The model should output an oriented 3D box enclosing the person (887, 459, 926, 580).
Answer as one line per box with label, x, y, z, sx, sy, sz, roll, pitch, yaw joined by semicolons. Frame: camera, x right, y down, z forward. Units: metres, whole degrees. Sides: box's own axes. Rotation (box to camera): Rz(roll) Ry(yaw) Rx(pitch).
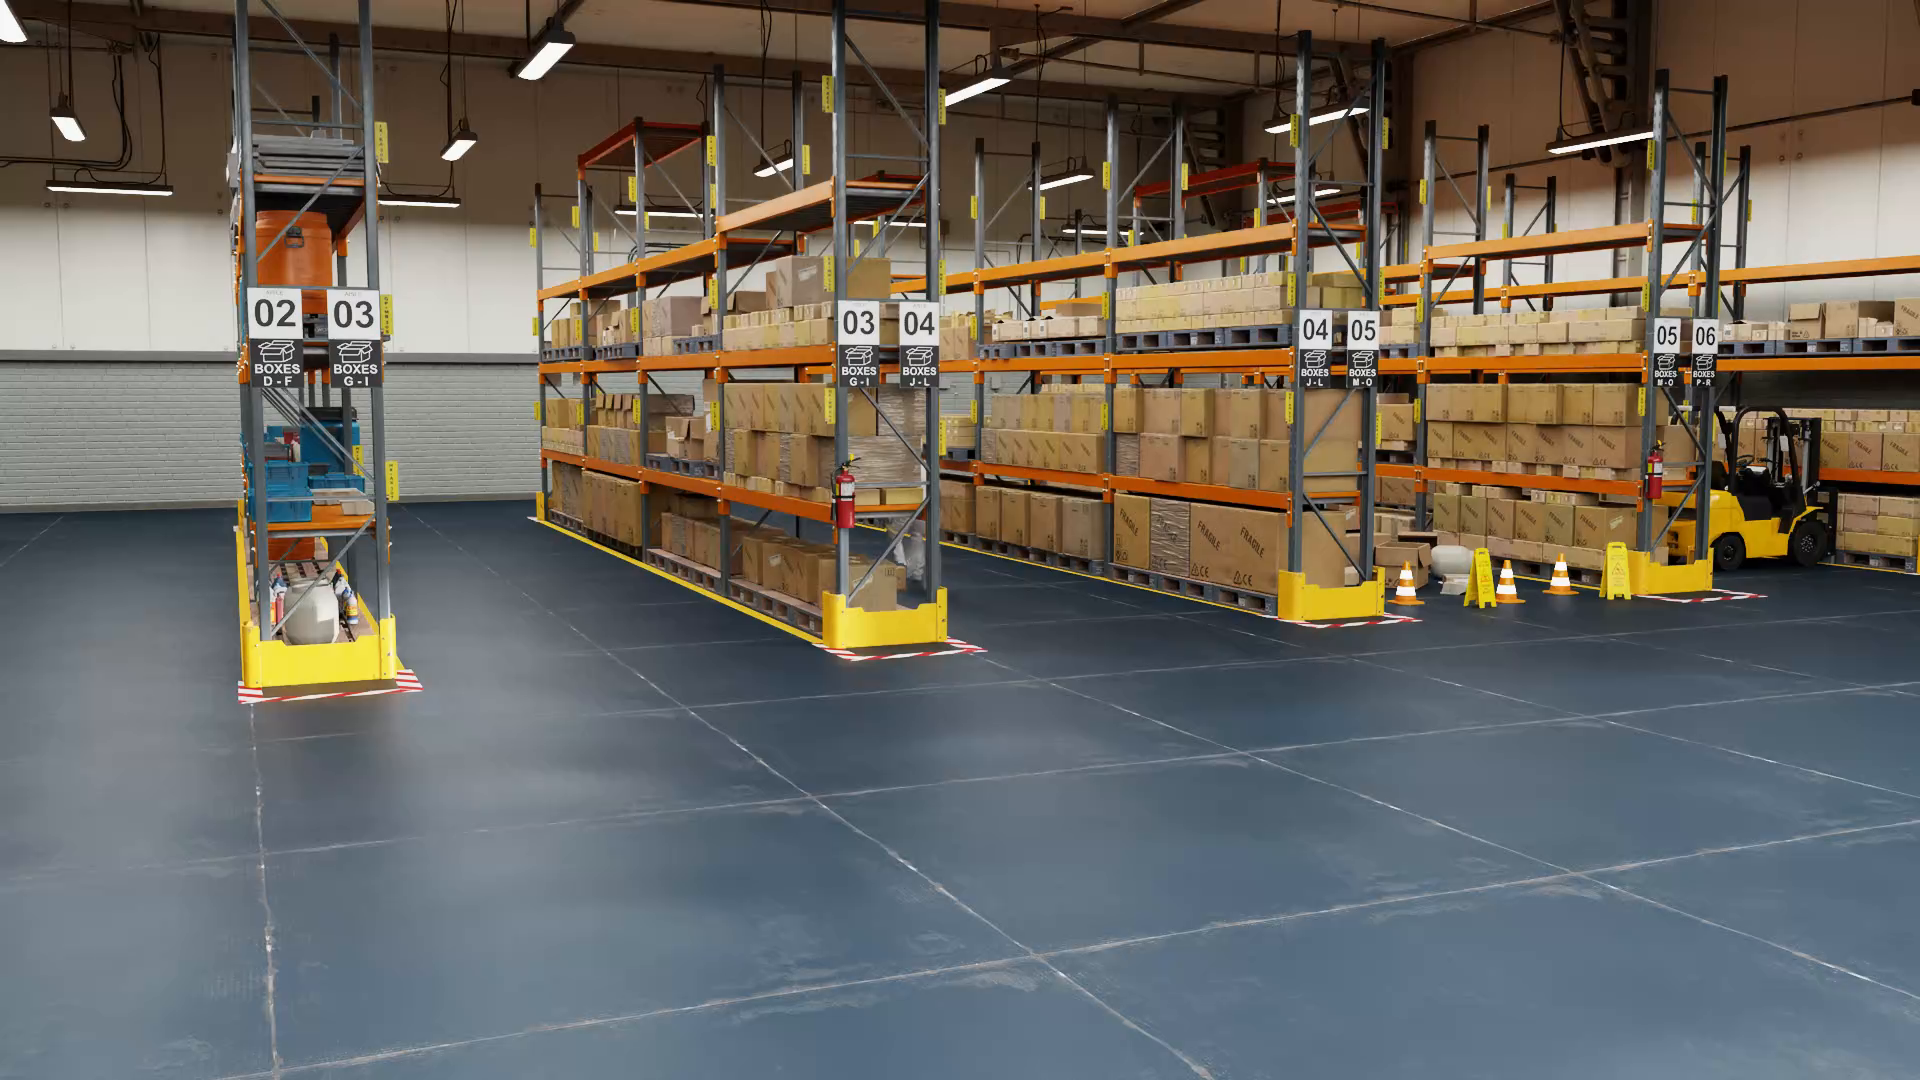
person;-0.636;-0.384;20.602;0.604;1.818;0.487;-1;5;-15
